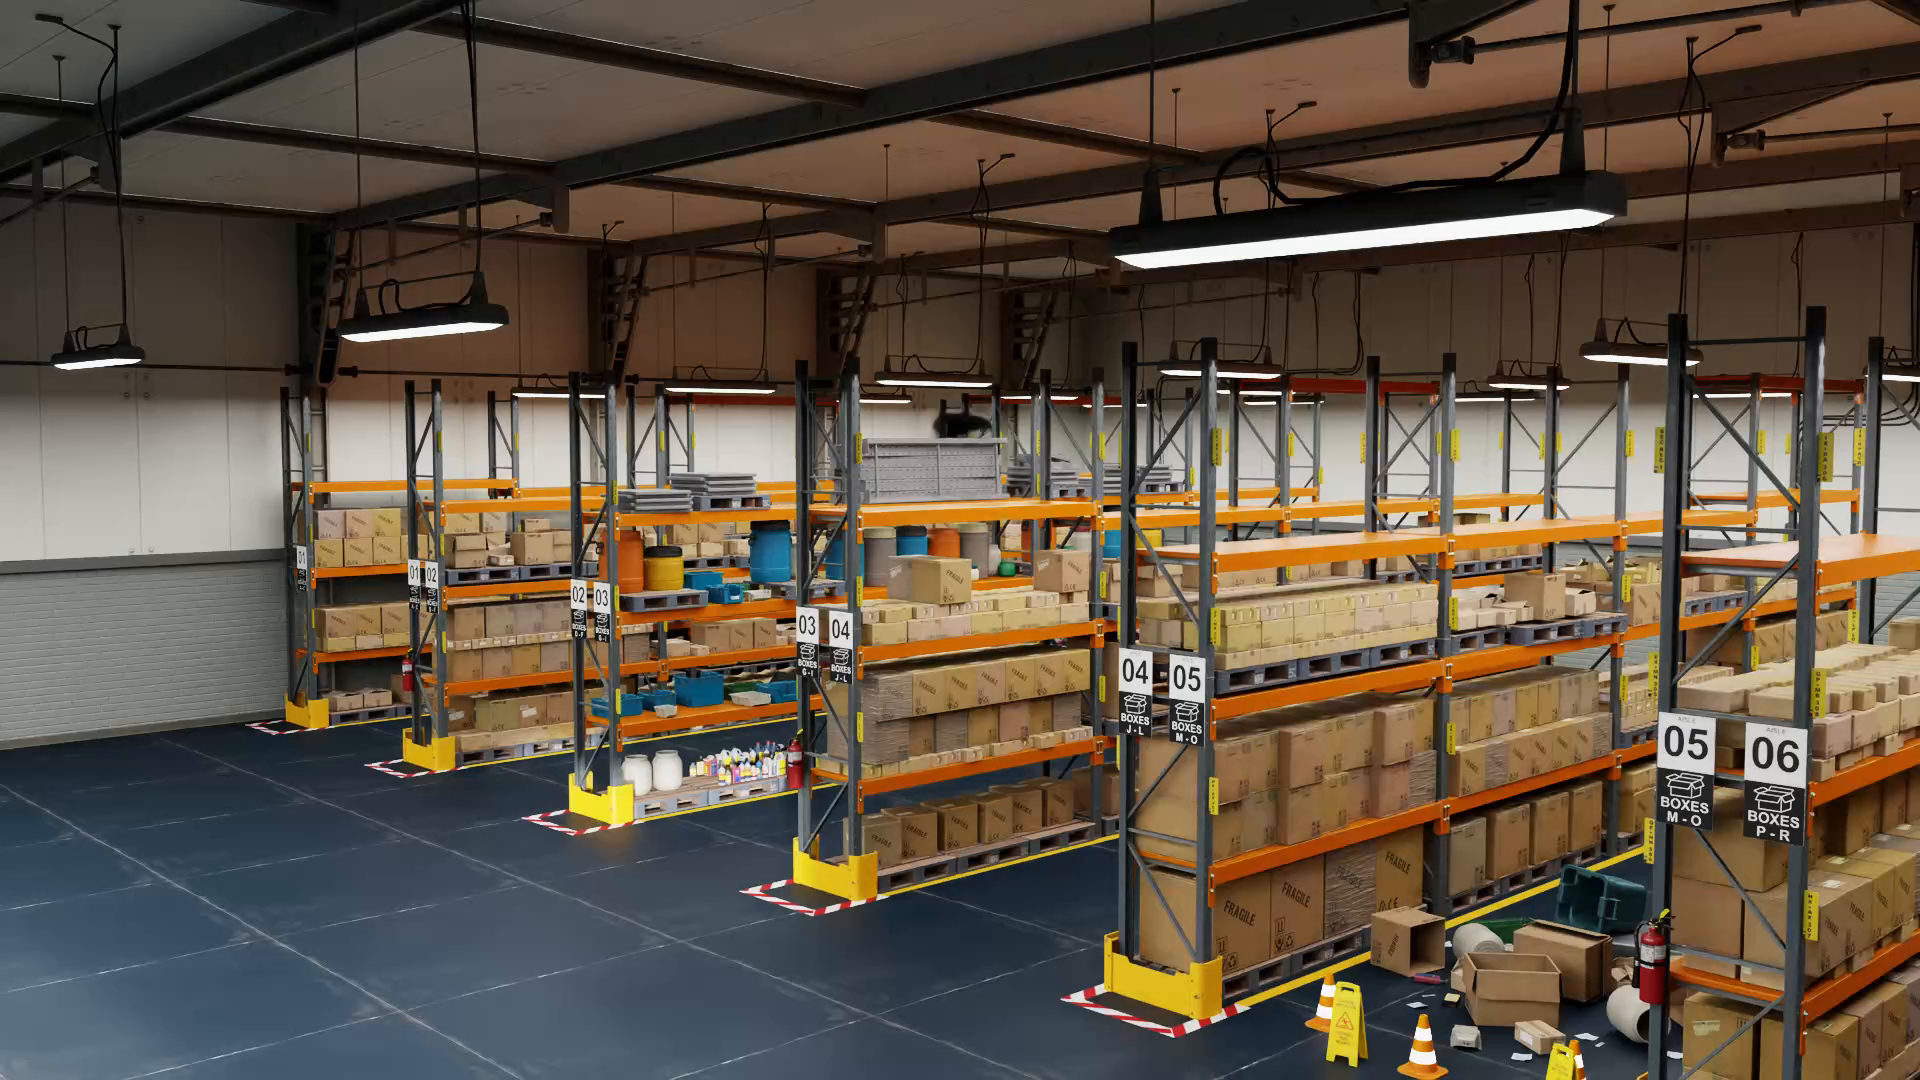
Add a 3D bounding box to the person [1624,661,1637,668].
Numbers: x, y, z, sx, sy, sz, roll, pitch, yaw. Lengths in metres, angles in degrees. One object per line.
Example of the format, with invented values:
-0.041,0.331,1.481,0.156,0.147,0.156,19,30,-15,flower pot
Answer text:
10.258,2.702,25.320,0.846,1.734,0.591,-3,5,-39,person
